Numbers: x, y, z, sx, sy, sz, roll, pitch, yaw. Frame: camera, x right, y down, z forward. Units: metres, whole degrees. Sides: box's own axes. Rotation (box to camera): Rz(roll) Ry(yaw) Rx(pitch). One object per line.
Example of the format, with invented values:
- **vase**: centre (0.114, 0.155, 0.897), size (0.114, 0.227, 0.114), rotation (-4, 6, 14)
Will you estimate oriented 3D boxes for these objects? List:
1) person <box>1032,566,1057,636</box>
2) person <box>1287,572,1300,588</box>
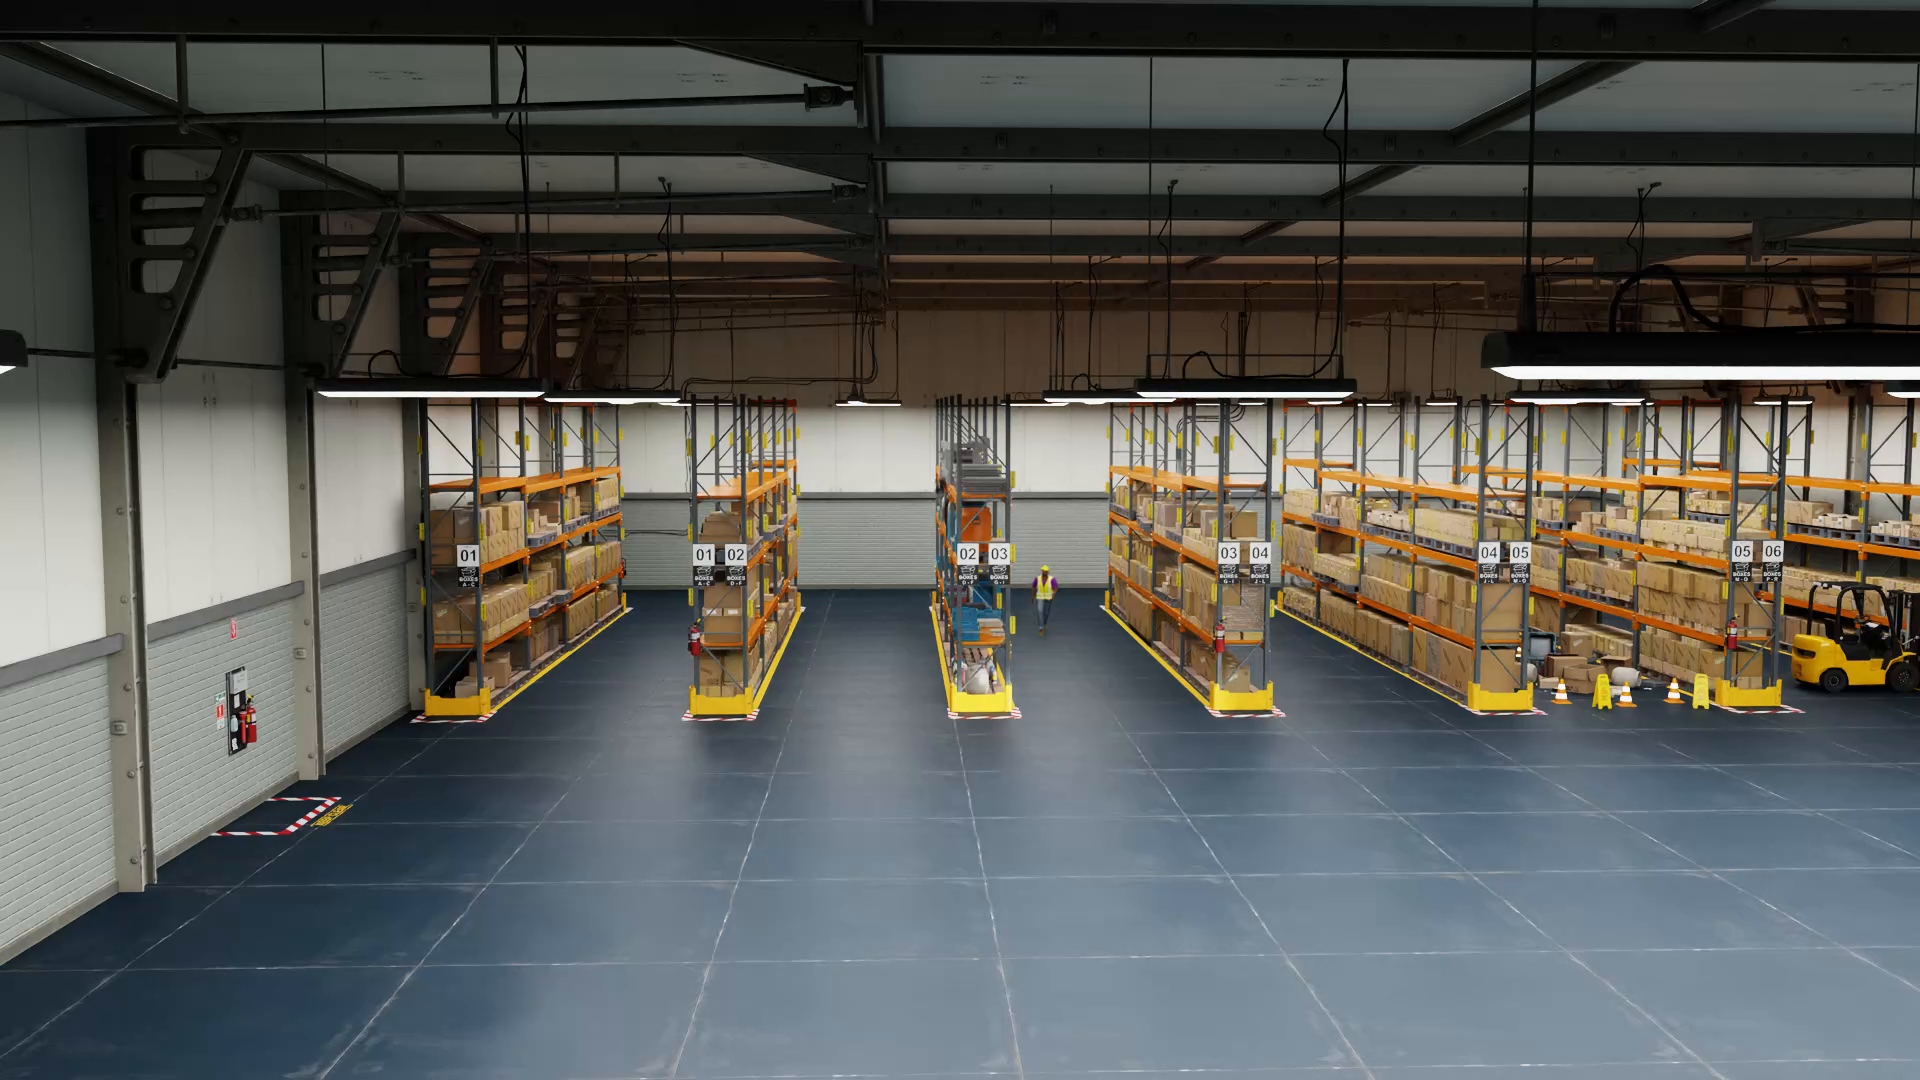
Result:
- **person**: centre (2.167, 1.525, 42.539), size (0.639, 1.749, 0.994), rotation (0, 4, -2)
- **person**: centre (10.040, 0.925, 50.056), size (0.437, 1.681, 0.454), rotation (-4, 6, -43)
